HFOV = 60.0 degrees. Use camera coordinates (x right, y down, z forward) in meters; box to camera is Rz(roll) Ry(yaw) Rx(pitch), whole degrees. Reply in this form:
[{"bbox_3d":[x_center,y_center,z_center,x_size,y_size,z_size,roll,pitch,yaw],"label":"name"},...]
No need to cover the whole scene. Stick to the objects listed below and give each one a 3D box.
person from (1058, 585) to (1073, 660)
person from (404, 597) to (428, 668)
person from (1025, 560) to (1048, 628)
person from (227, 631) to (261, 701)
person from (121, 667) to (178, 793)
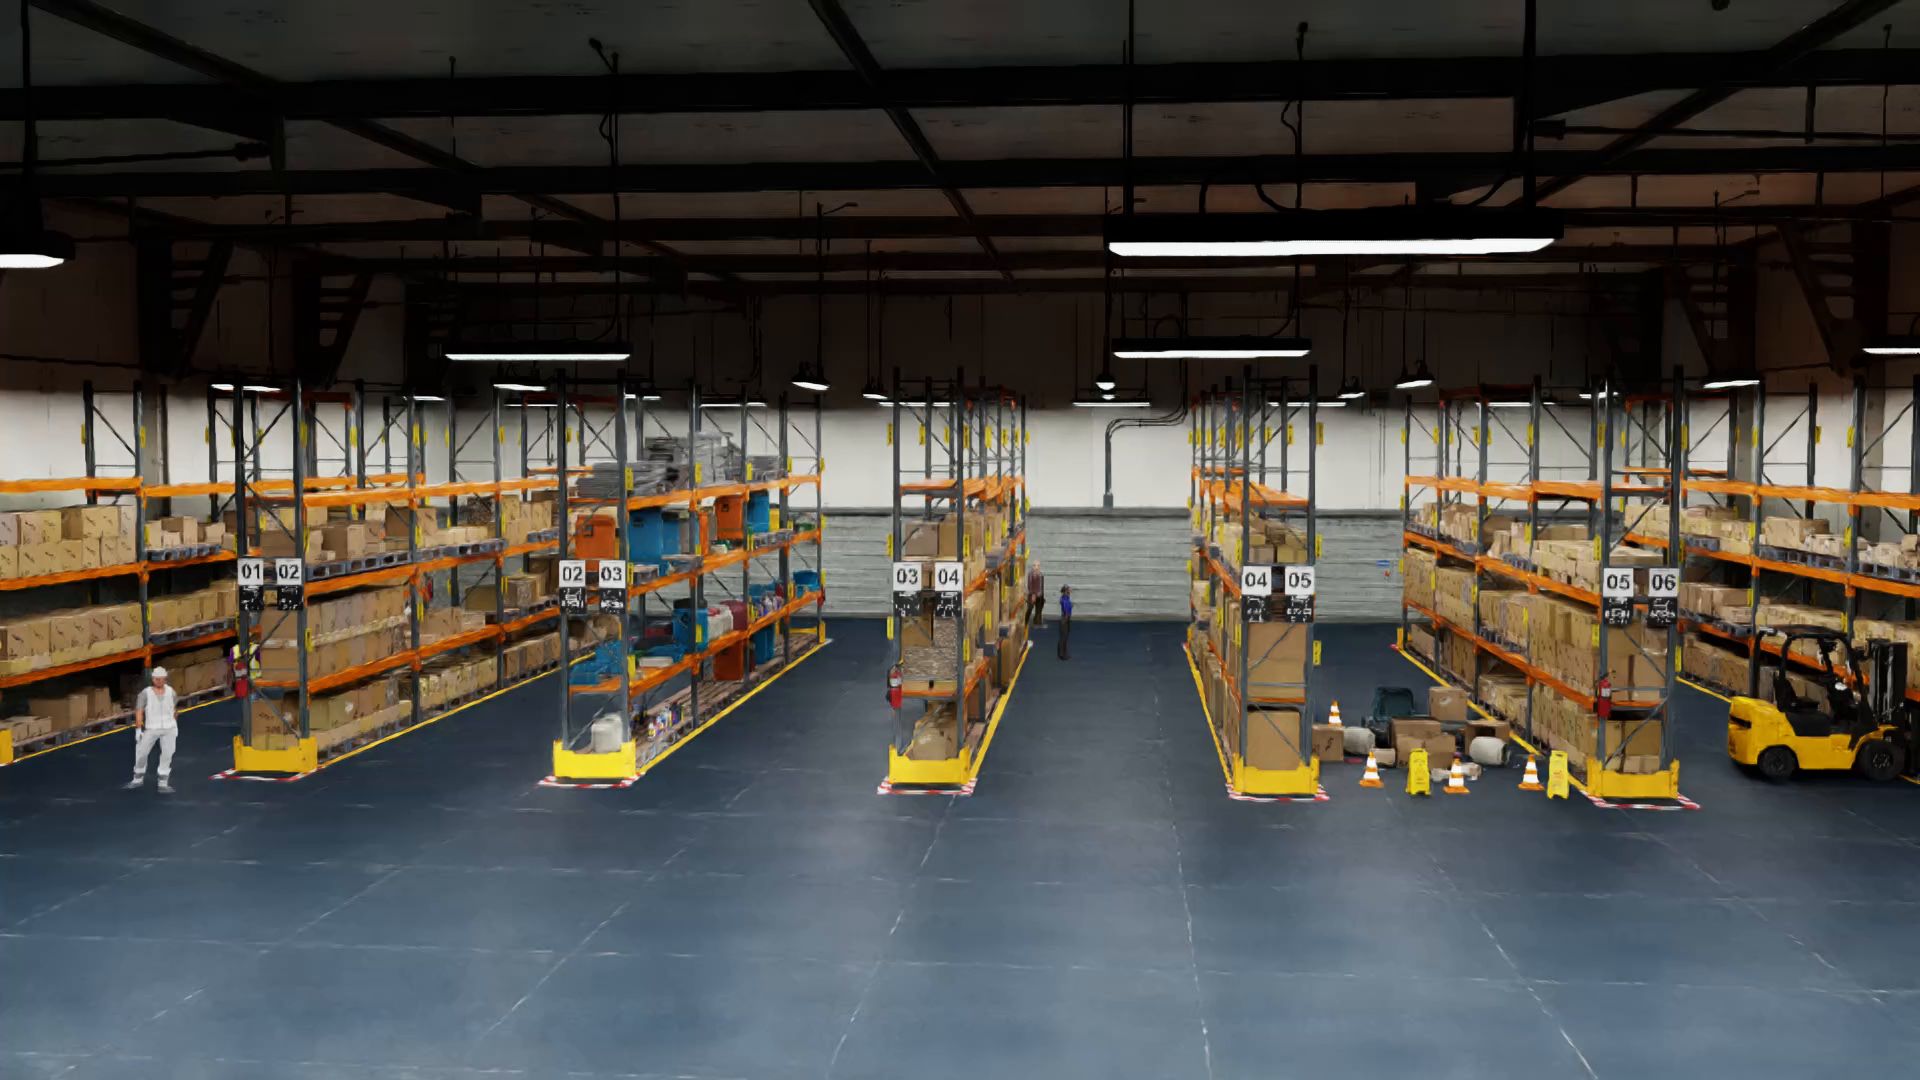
[{"bbox_3d":[2.371,1.830,37.428,0.370,1.663,0.605,0,4,-2],"label":"person"},{"bbox_3d":[-11.649,1.995,35.589,0.625,1.611,0.582,0,4,3],"label":"person"},{"bbox_3d":[1.895,1.424,43.349,0.494,1.775,0.747,3,5,44],"label":"person"},{"bbox_3d":[-12.270,2.366,28.555,0.571,1.708,1.035,0,4,-3],"label":"person"},{"bbox_3d":[-11.363,2.665,23.334,0.739,1.781,0.522,-2,4,-35],"label":"person"}]
